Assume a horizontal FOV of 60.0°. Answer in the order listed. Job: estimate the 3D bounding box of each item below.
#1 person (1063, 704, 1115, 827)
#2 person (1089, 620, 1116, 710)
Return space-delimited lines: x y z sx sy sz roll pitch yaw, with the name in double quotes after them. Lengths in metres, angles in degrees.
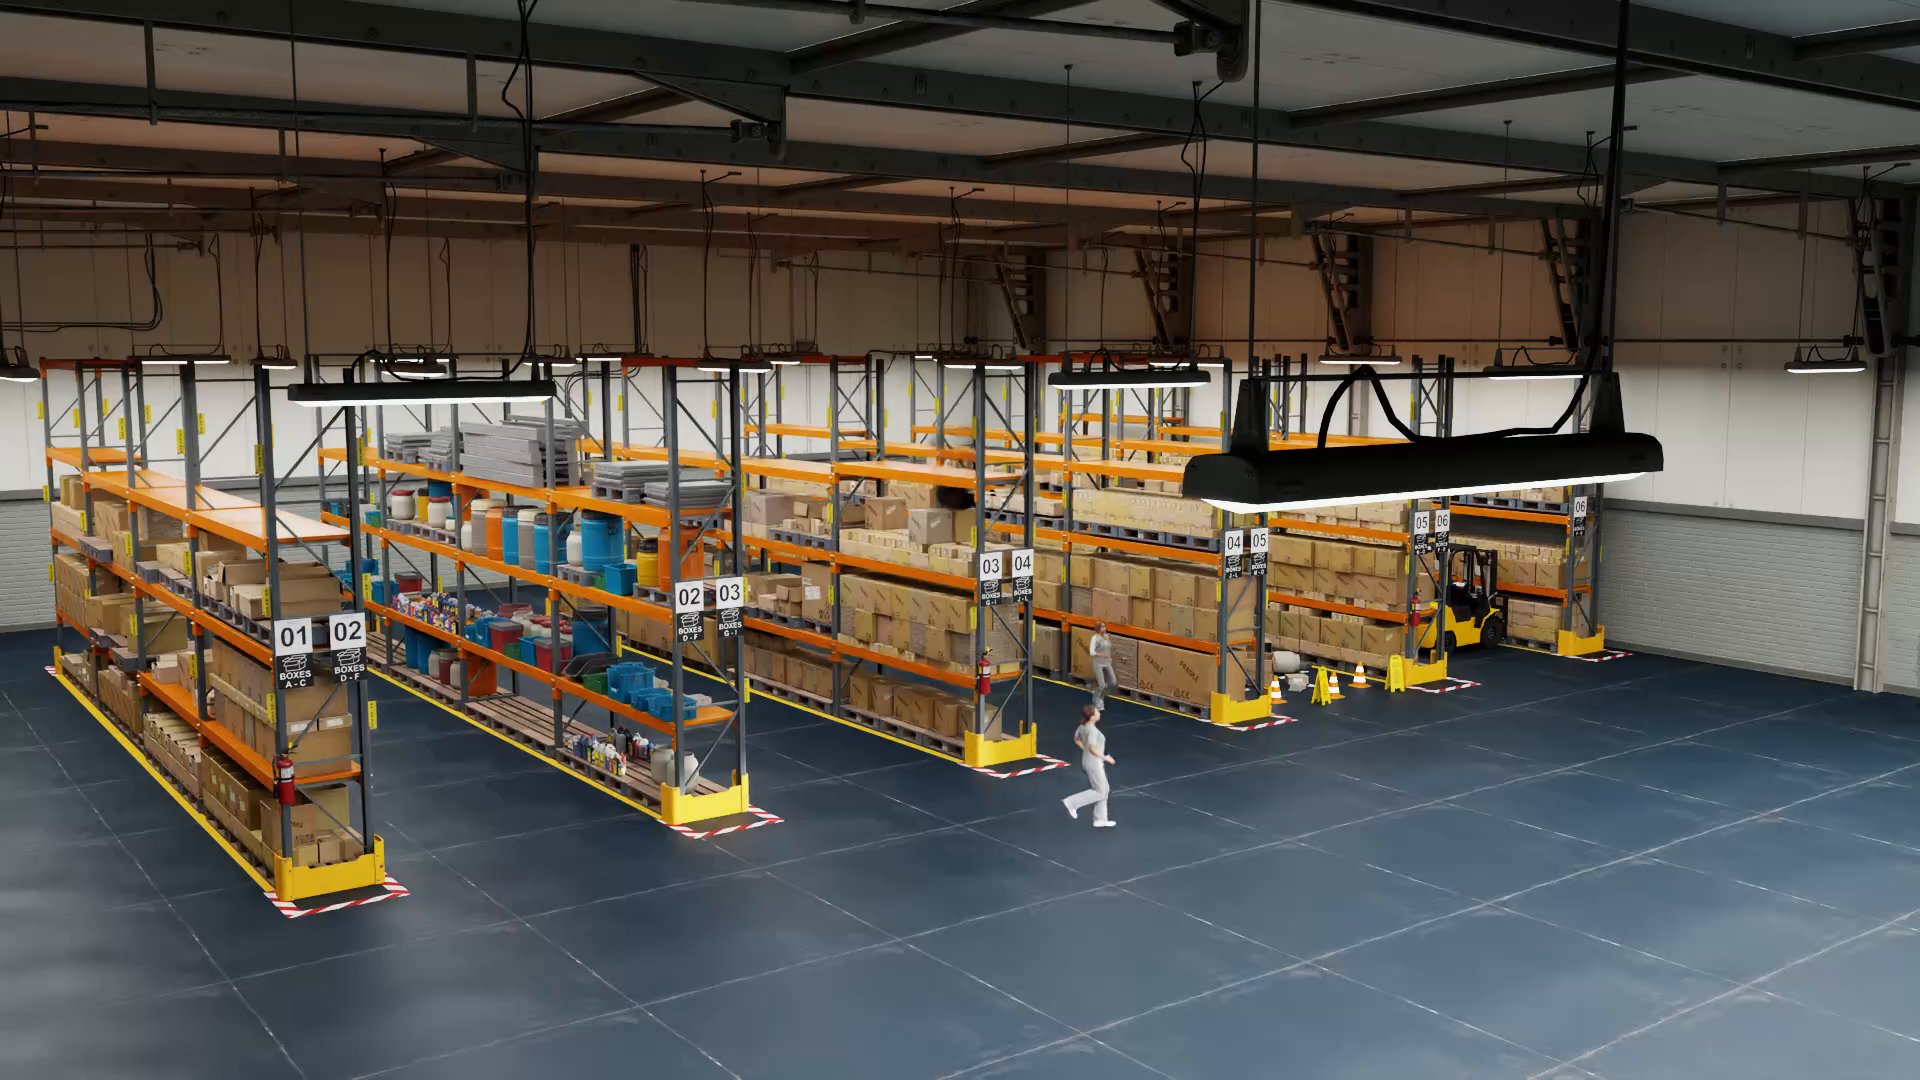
1.674 2.938 21.619 0.731 1.639 0.565 -2 7 -14 "person"
2.456 2.148 28.362 0.524 1.558 0.537 -6 9 -39 "person"
